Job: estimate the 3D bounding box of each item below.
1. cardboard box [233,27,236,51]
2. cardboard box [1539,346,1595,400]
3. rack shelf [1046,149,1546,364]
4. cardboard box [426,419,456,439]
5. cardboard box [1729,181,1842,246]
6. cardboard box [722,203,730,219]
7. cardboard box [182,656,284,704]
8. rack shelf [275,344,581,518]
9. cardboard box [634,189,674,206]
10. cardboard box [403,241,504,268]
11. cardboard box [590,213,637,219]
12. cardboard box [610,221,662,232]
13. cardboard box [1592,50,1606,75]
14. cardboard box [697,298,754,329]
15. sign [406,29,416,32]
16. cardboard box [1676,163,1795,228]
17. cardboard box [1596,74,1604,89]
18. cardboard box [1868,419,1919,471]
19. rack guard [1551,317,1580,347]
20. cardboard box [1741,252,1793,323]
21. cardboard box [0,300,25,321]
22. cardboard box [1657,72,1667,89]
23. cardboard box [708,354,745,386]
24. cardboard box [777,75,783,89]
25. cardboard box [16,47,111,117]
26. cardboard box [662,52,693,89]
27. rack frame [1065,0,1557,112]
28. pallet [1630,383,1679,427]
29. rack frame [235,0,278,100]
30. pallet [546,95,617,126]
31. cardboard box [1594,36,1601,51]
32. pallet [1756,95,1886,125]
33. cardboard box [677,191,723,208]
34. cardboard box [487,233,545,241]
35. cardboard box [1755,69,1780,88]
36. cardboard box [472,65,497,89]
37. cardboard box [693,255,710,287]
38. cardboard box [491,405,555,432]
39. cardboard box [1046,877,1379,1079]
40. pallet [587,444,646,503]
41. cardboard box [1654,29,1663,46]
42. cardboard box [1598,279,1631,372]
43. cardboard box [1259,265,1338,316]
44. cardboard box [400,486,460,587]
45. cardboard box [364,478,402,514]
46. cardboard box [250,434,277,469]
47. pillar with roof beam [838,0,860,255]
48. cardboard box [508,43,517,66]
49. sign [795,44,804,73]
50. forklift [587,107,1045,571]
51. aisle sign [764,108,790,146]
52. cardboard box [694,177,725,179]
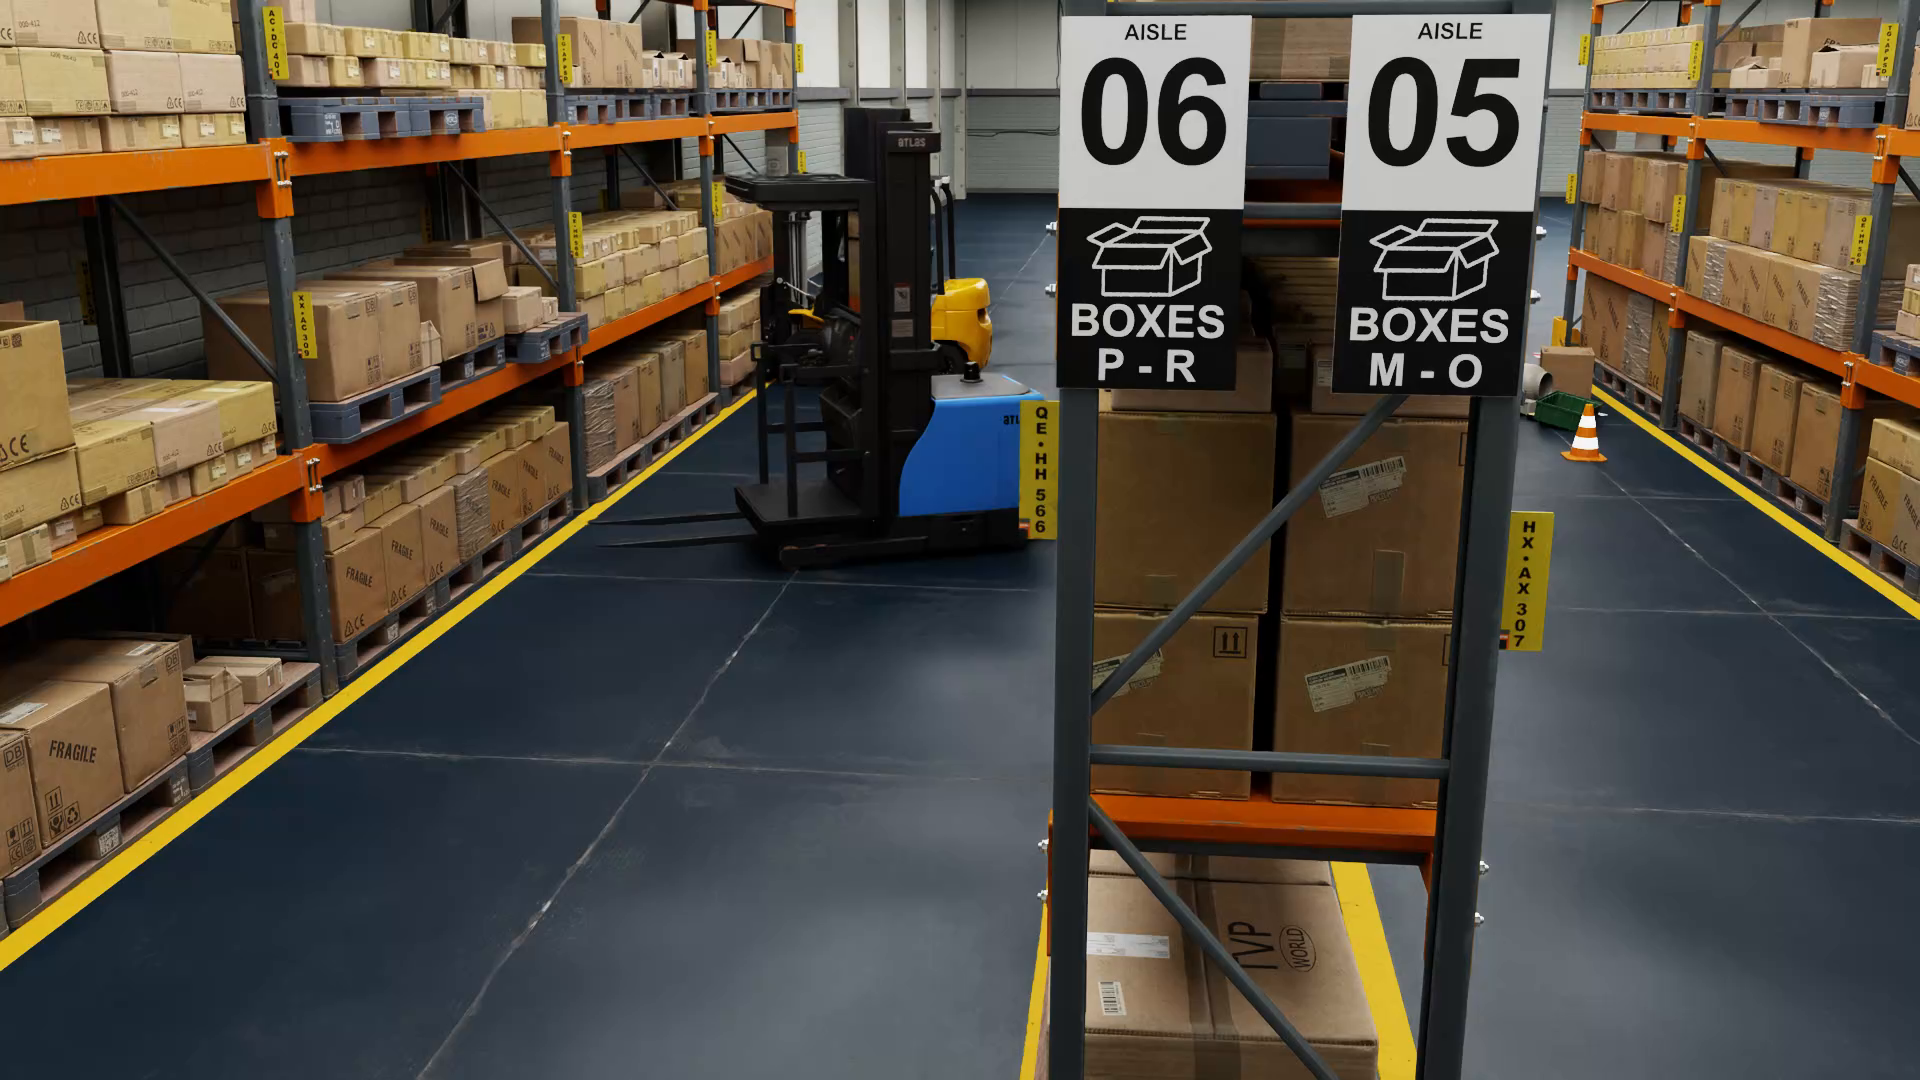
[{"bbox_3d":[-3.831,-2.520,8.402,0.380,0.149,0.250,2,15,7],"label":"cardboard box"},{"bbox_3d":[6.164,-1.687,16.939,0.500,0.500,0.500,4,16,16],"label":"cardboard box"},{"bbox_3d":[0.951,-1.087,5.565,1.077,0.370,4.000,2,15,6],"label":"rack shelf"},{"bbox_3d":[-3.678,-0.735,11.376,0.380,0.149,0.250,2,15,7],"label":"cardboard box"},{"bbox_3d":[6.903,-2.728,13.898,0.700,0.500,0.500,1,15,5],"label":"cardboard box"},{"bbox_3d":[-2.527,-3.297,16.673,0.380,0.149,0.250,2,15,6],"label":"cardboard box"},{"bbox_3d":[-3.527,0.677,8.069,0.380,0.149,0.250,1,15,5],"label":"cardboard box"},{"bbox_3d":[-3.530,-0.821,10.331,1.077,0.370,4.000,2,15,6],"label":"rack shelf"},{"bbox_3d":[-3.048,-3.385,16.430,0.380,0.149,0.250,1,15,5],"label":"cardboard box"},{"bbox_3d":[-3.518,-1.809,11.610,0.500,0.500,0.500,2,15,9],"label":"cardboard box"},{"bbox_3d":[-3.188,-2.933,15.329,0.380,0.149,0.250,1,15,4],"label":"cardboard box"},{"bbox_3d":[-2.786,-2.659,14.313,0.380,0.149,0.250,2,15,7],"label":"cardboard box"},{"bbox_3d":[7.151,-5.150,17.935,0.500,0.250,0.500,2,15,6],"label":"cardboard box"},{"bbox_3d":[-2.419,-2.331,17.084,0.500,0.250,0.500,2,15,6],"label":"cardboard box"},{"bbox_3d":[-3.855,-3.441,11.754,0.100,0.325,0.005,2,15,6],"label":"sign"},{"bbox_3d":[7.085,-3.148,15.202,0.875,0.550,0.550,2,15,6],"label":"cardboard box"},{"bbox_3d":[7.075,-4.929,17.884,0.380,0.149,0.250,2,15,7],"label":"cardboard box"},{"bbox_3d":[6.239,-0.609,10.714,0.500,0.250,0.500,1,15,4],"label":"cardboard box"},{"bbox_3d":[7.463,-2.297,19.198,1.175,0.500,0.348,2,15,6],"label":"rack guard"},{"bbox_3d":[6.509,-1.987,13.074,0.500,0.500,0.500,2,15,7],"label":"cardboard box"},{"bbox_3d":[-4.188,-0.705,6.802,0.500,0.500,0.500,1,15,5],"label":"cardboard box"},{"bbox_3d":[6.817,-4.340,15.705,0.380,0.149,0.250,2,15,6],"label":"cardboard box"},{"bbox_3d":[-2.470,-1.716,16.724,0.500,0.250,0.500,2,15,7],"label":"cardboard box"},{"bbox_3d":[-2.194,-5.116,18.574,0.380,0.149,0.250,1,15,5],"label":"cardboard box"},{"bbox_3d":[-3.679,-1.769,6.428,0.500,0.250,0.500,2,15,7],"label":"cardboard box"},{"bbox_3d":[-2.693,-4.186,14.823,0.500,0.311,0.500,1,15,4],"label":"cardboard box"},{"bbox_3d":[0.725,-2.363,3.162,1.000,3.000,0.127,2,15,6],"label":"rack frame"},{"bbox_3d":[7.173,-1.309,16.097,1.003,0.211,1.213,2,15,6],"label":"pallet"},{"bbox_3d":[-3.756,-3.546,7.535,1.000,3.000,0.127,2,15,6],"label":"rack frame"},{"bbox_3d":[-3.317,-3.223,12.449,1.213,0.211,1.003,2,15,9],"label":"pallet"},{"bbox_3d":[7.106,-5.383,18.033,0.380,0.149,0.250,2,15,7],"label":"cardboard box"},{"bbox_3d":[6.701,-3.238,12.505,1.003,0.211,1.213,2,15,9],"label":"pallet"},{"bbox_3d":[-2.522,-3.304,16.129,0.380,0.149,0.250,2,15,7],"label":"cardboard box"},{"bbox_3d":[-3.502,-2.341,13.139,0.380,0.149,0.250,1,15,5],"label":"cardboard box"},{"bbox_3d":[6.592,-3.682,13.270,0.380,0.149,0.250,2,15,6],"label":"cardboard box"},{"bbox_3d":[-3.194,-2.956,10.626,0.380,0.149,0.250,2,15,6],"label":"cardboard box"},{"bbox_3d":[-2.650,-2.514,15.499,0.500,0.250,0.500,2,15,8],"label":"cardboard box"},{"bbox_3d":[-3.109,-0.861,11.841,0.380,0.149,0.250,1,15,4],"label":"cardboard box"},{"bbox_3d":[0.700,1.393,4.868,0.875,0.438,0.875,1,15,4],"label":"cardboard box"},{"bbox_3d":[-3.173,-0.553,13.304,1.003,0.211,1.213,2,15,6],"label":"pallet"},{"bbox_3d":[6.847,-4.789,15.839,0.380,0.149,0.250,2,15,6],"label":"cardboard box"},{"bbox_3d":[7.352,-2.268,17.570,0.875,0.875,0.875,1,15,5],"label":"cardboard box"},{"bbox_3d":[1.238,-0.865,5.766,0.380,0.149,0.250,2,15,6],"label":"cardboard box"},{"bbox_3d":[-3.367,-0.032,10.019,0.500,0.500,0.500,1,15,5],"label":"cardboard box"},{"bbox_3d":[-3.462,-0.257,9.606,0.380,0.149,0.250,1,15,5],"label":"cardboard box"},{"bbox_3d":[-3.541,-0.438,8.018,0.380,0.149,0.250,2,15,7],"label":"cardboard box"},{"bbox_3d":[2.256,-9.490,29.517,9.100,9.000,0.400,2,15,6],"label":"pillar with roof beam"},{"bbox_3d":[-3.184,-3.236,11.089,0.380,0.149,0.250,1,15,4],"label":"cardboard box"},{"bbox_3d":[-1.864,-5.580,19.259,0.100,0.325,0.005,2,15,6],"label":"sign"},{"bbox_3d":[-0.985,-1.363,11.088,3.031,2.935,1.130,-5,16,-17],"label":"forklift"},{"bbox_3d":[-2.103,-5.025,19.520,0.394,0.787,0.004,2,15,6],"label":"aisle sign"},{"bbox_3d":[-2.774,-3.987,18.655,0.380,0.149,0.250,2,15,7],"label":"cardboard box"}]
